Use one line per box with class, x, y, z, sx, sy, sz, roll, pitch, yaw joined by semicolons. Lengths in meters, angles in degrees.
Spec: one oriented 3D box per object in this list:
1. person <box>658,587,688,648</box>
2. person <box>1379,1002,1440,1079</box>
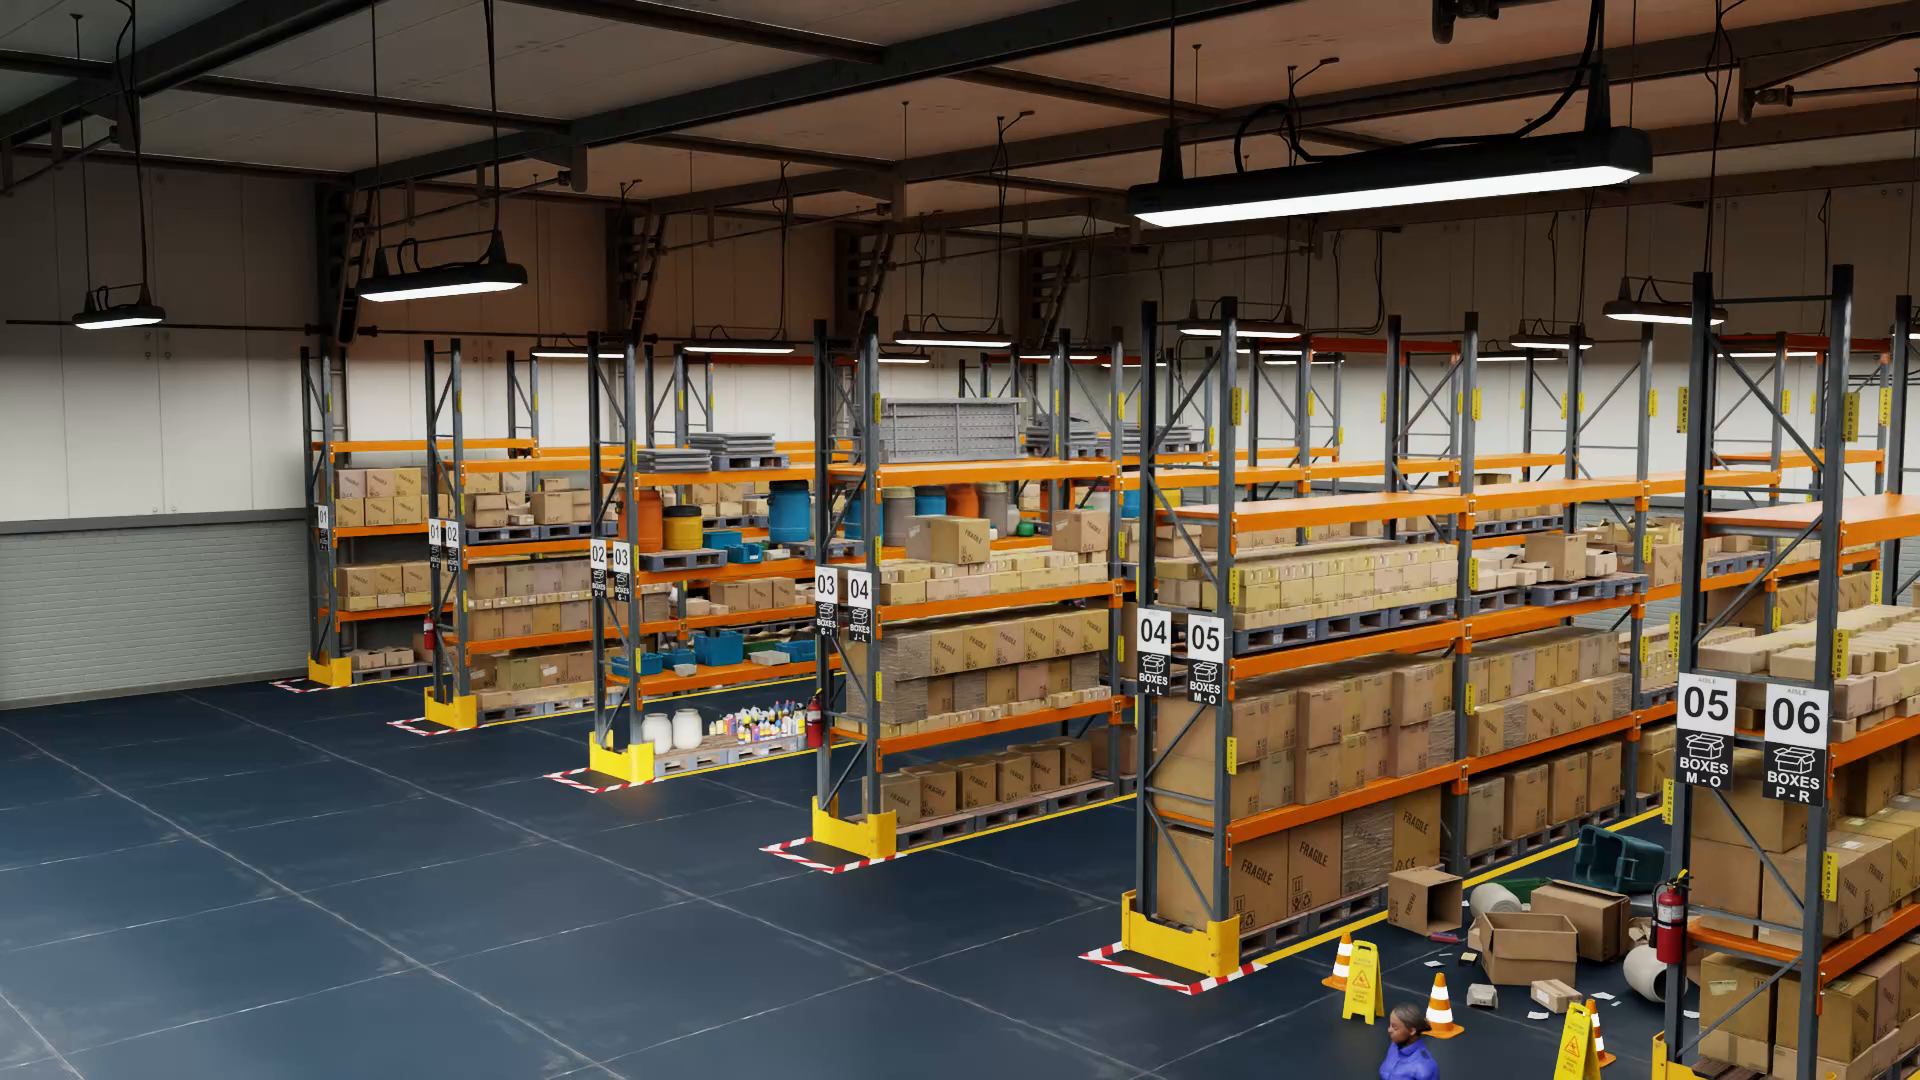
person;-5.745;1.477;32.549;0.553;1.591;1.056;3;6;31
person;2.562;3.492;9.776;1.059;1.597;0.471;0;5;-4
